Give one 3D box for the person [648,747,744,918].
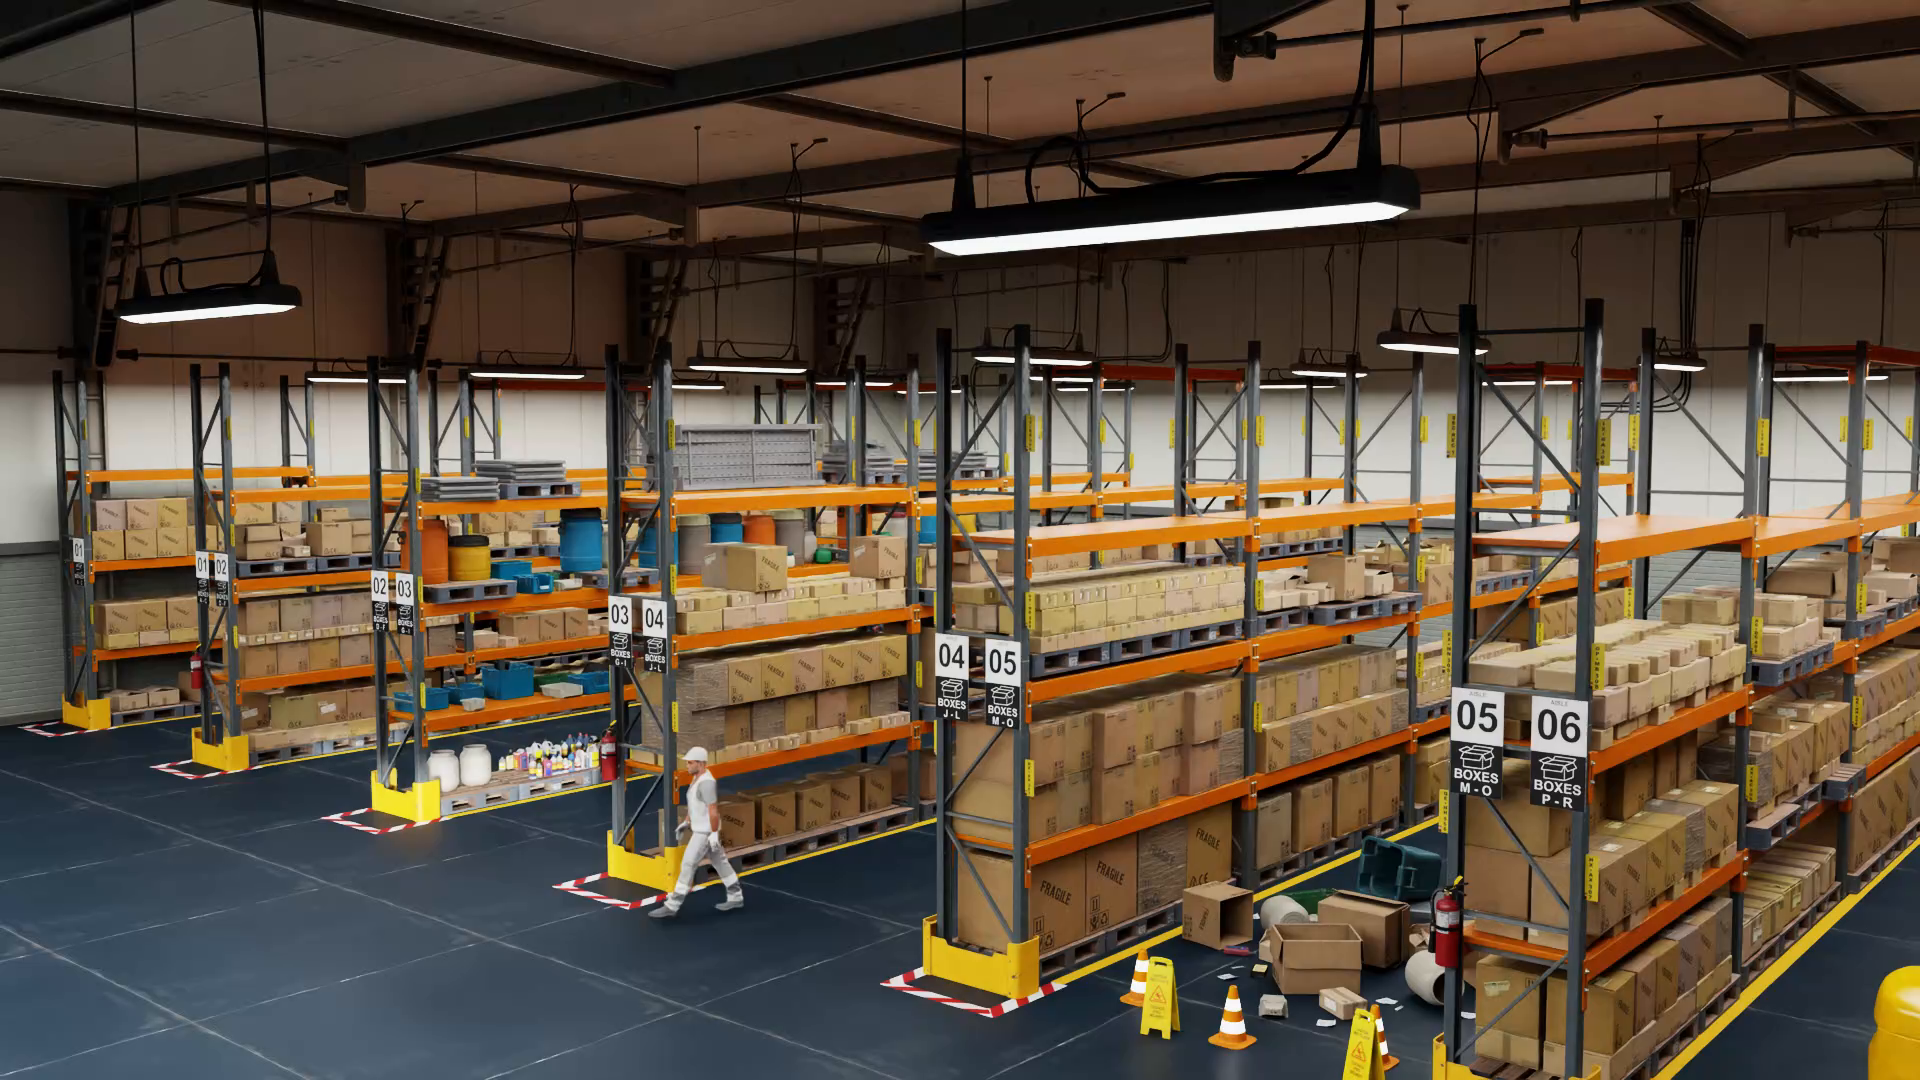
[{"bbox_3d":[-2.749,3.017,17.285,0.994,1.735,0.563,-1,4,-12],"label":"person"}]
